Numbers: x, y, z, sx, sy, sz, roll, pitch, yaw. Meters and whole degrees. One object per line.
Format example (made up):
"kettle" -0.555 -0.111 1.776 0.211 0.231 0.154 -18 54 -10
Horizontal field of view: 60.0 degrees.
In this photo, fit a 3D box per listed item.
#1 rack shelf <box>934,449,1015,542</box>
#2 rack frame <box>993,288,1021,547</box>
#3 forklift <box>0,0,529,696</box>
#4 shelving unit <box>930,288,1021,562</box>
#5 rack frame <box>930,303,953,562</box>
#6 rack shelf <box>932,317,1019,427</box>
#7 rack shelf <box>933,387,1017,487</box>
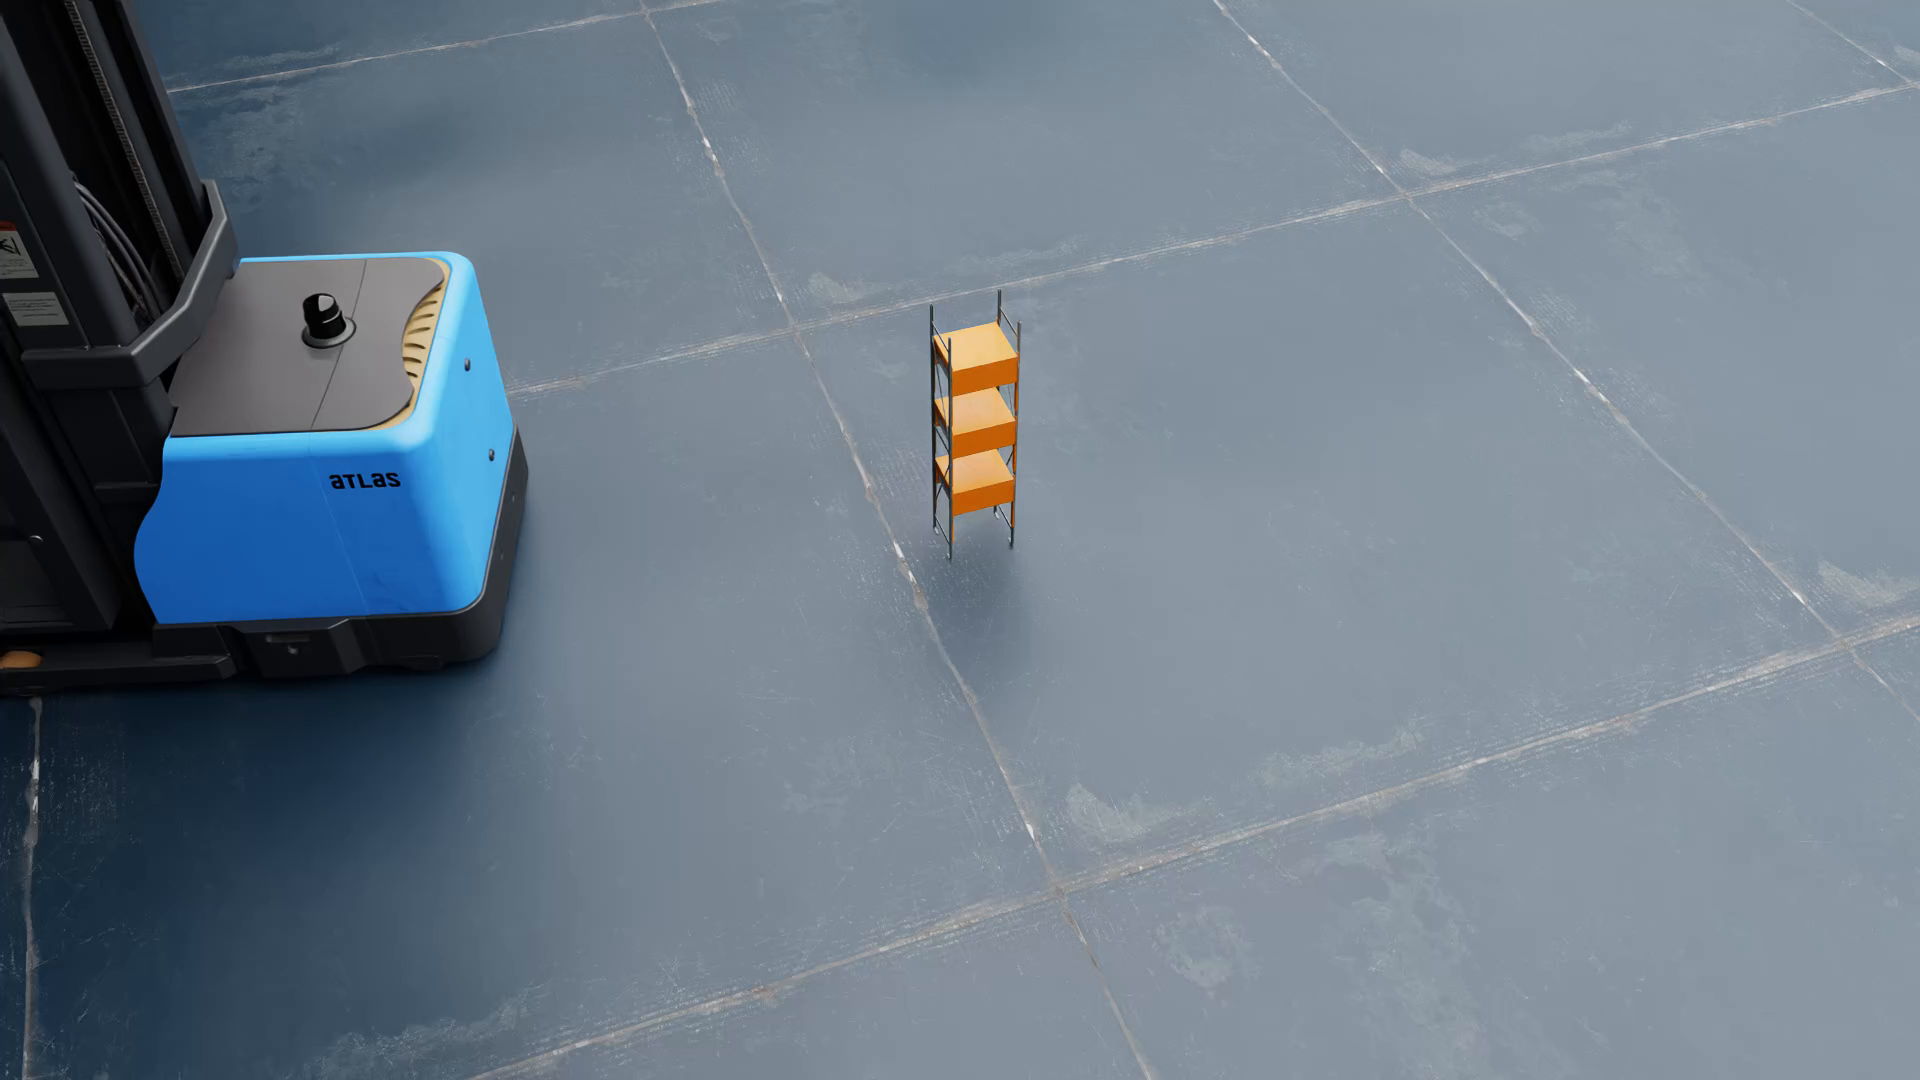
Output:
"rack shelf" 0.050 -0.180 6.095 0.240 0.259 0.215 -14 47 -14
"rack frame" 0.165 -0.413 5.920 0.008 1.050 0.200 -14 47 -14
"forklift" -3.148 -0.878 5.055 3.031 2.935 1.130 -2 45 -2
"shelving unit" 0.050 -0.383 5.891 0.252 1.050 0.215 -14 47 -14
"rack frame" -0.064 -0.354 5.862 0.008 1.050 0.200 -14 47 -14
"rack shelf" 0.050 -0.576 5.697 0.240 0.259 0.215 -14 47 -14
"rack shelf" 0.050 -0.376 5.898 0.240 0.259 0.215 -14 47 -14
